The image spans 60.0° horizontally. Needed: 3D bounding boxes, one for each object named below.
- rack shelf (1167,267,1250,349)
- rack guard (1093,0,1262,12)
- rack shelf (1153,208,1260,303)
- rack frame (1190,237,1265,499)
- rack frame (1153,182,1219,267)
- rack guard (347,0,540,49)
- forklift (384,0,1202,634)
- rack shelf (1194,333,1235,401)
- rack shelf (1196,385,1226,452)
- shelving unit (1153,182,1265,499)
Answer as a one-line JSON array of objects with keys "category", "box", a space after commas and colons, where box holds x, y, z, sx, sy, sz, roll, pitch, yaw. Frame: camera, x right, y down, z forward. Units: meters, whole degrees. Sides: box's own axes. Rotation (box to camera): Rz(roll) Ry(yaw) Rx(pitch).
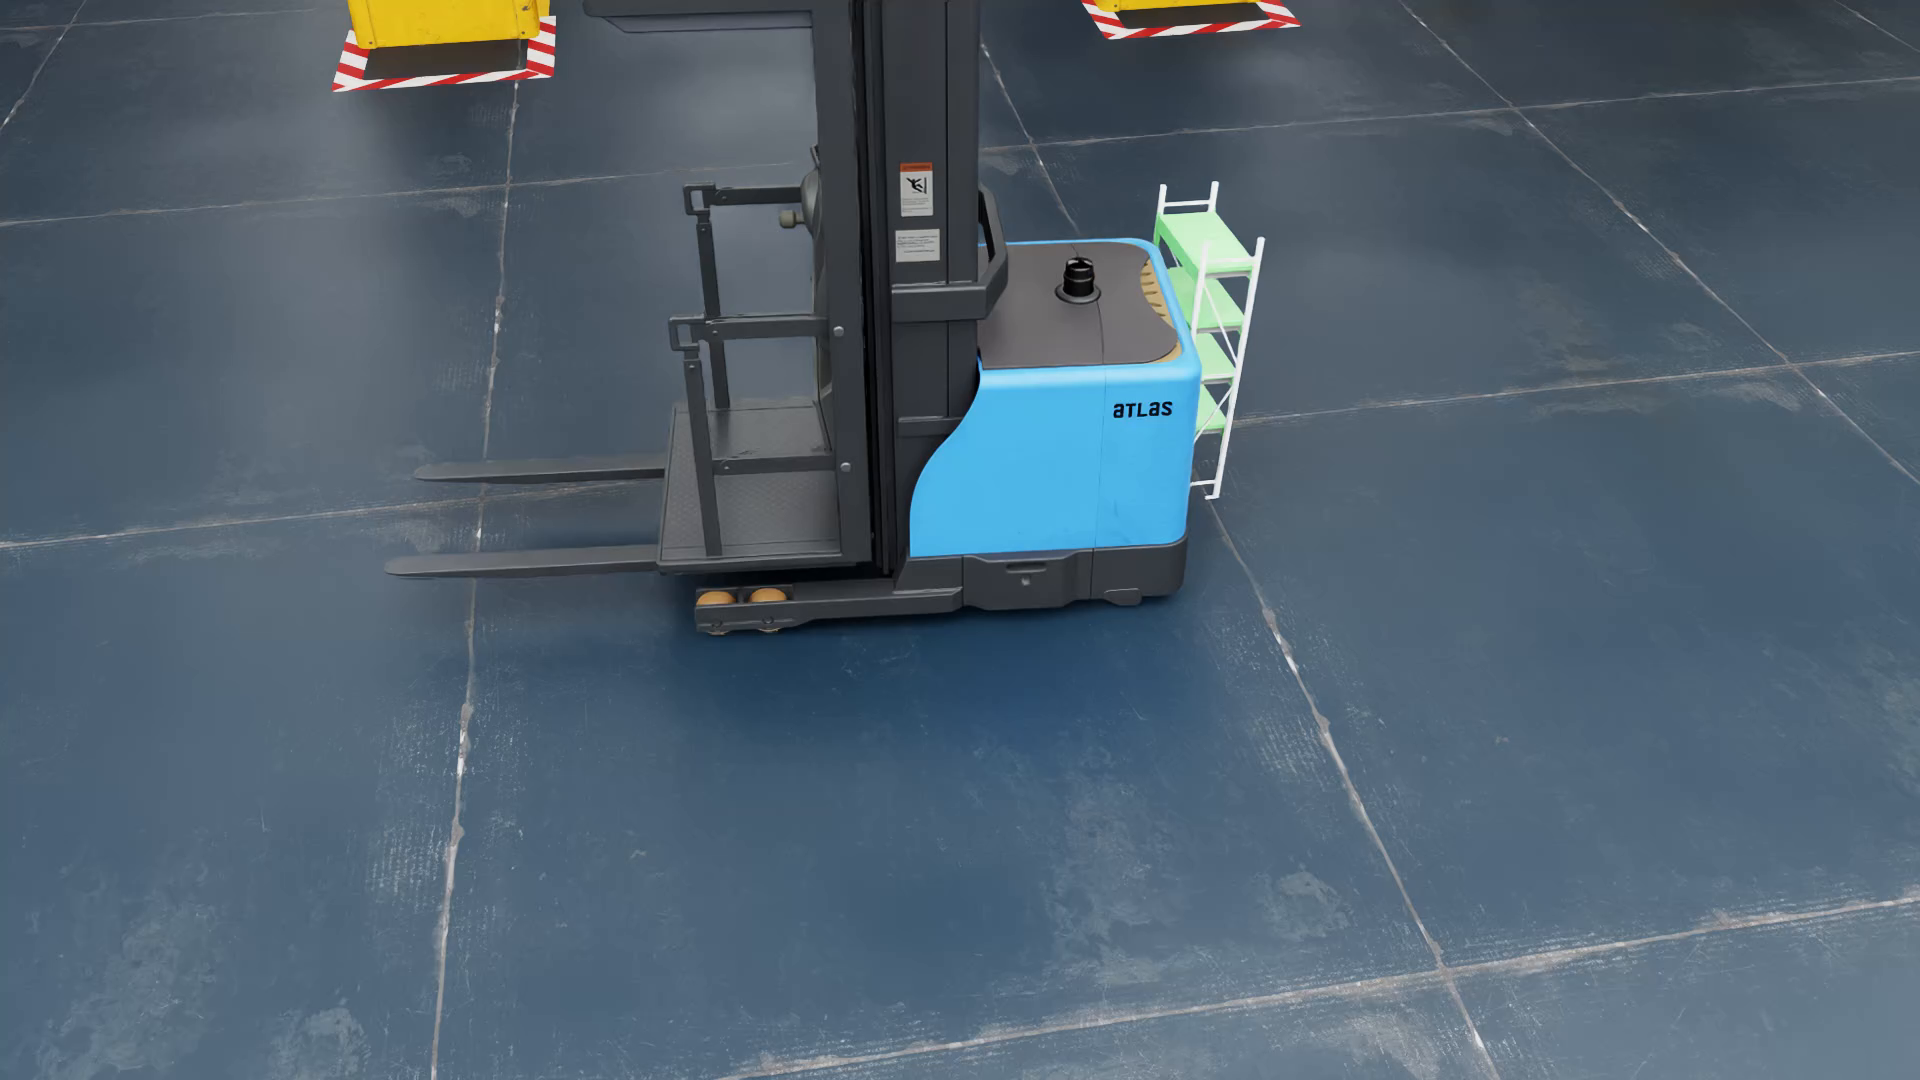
[{"category": "rack shelf", "box": [0.948, -0.931, 6.672, 0.258, 0.148, 0.480, -6, 38, -13]}, {"category": "rack guard", "box": [1.517, -3.985, 11.472, 1.175, 0.500, 0.348, -6, 38, -8]}, {"category": "rack shelf", "box": [0.960, -1.122, 6.528, 0.258, 0.148, 0.480, -6, 38, -13]}, {"category": "rack frame", "box": [0.996, -0.645, 6.591, 0.240, 1.200, 0.015, -6, 38, -13]}, {"category": "rack frame", "box": [0.882, -0.936, 6.966, 0.240, 1.200, 0.015, -6, 38, -13]}, {"category": "rack guard", "box": [-3.402, -3.573, 10.941, 1.175, 0.500, 0.348, -6, 38, -8]}, {"category": "forklift", "box": [-0.677, -1.139, 5.827, 3.031, 2.935, 1.130, -3, 38, -4]}, {"category": "rack shelf", "box": [0.936, -0.740, 6.817, 0.258, 0.148, 0.480, -6, 38, -13]}, {"category": "rack shelf", "box": [0.923, -0.549, 6.962, 0.258, 0.148, 0.480, -6, 38, -13]}, {"category": "shelving unit", "box": [0.939, -0.791, 6.779, 0.258, 1.200, 0.503, -6, 38, -13]}]
